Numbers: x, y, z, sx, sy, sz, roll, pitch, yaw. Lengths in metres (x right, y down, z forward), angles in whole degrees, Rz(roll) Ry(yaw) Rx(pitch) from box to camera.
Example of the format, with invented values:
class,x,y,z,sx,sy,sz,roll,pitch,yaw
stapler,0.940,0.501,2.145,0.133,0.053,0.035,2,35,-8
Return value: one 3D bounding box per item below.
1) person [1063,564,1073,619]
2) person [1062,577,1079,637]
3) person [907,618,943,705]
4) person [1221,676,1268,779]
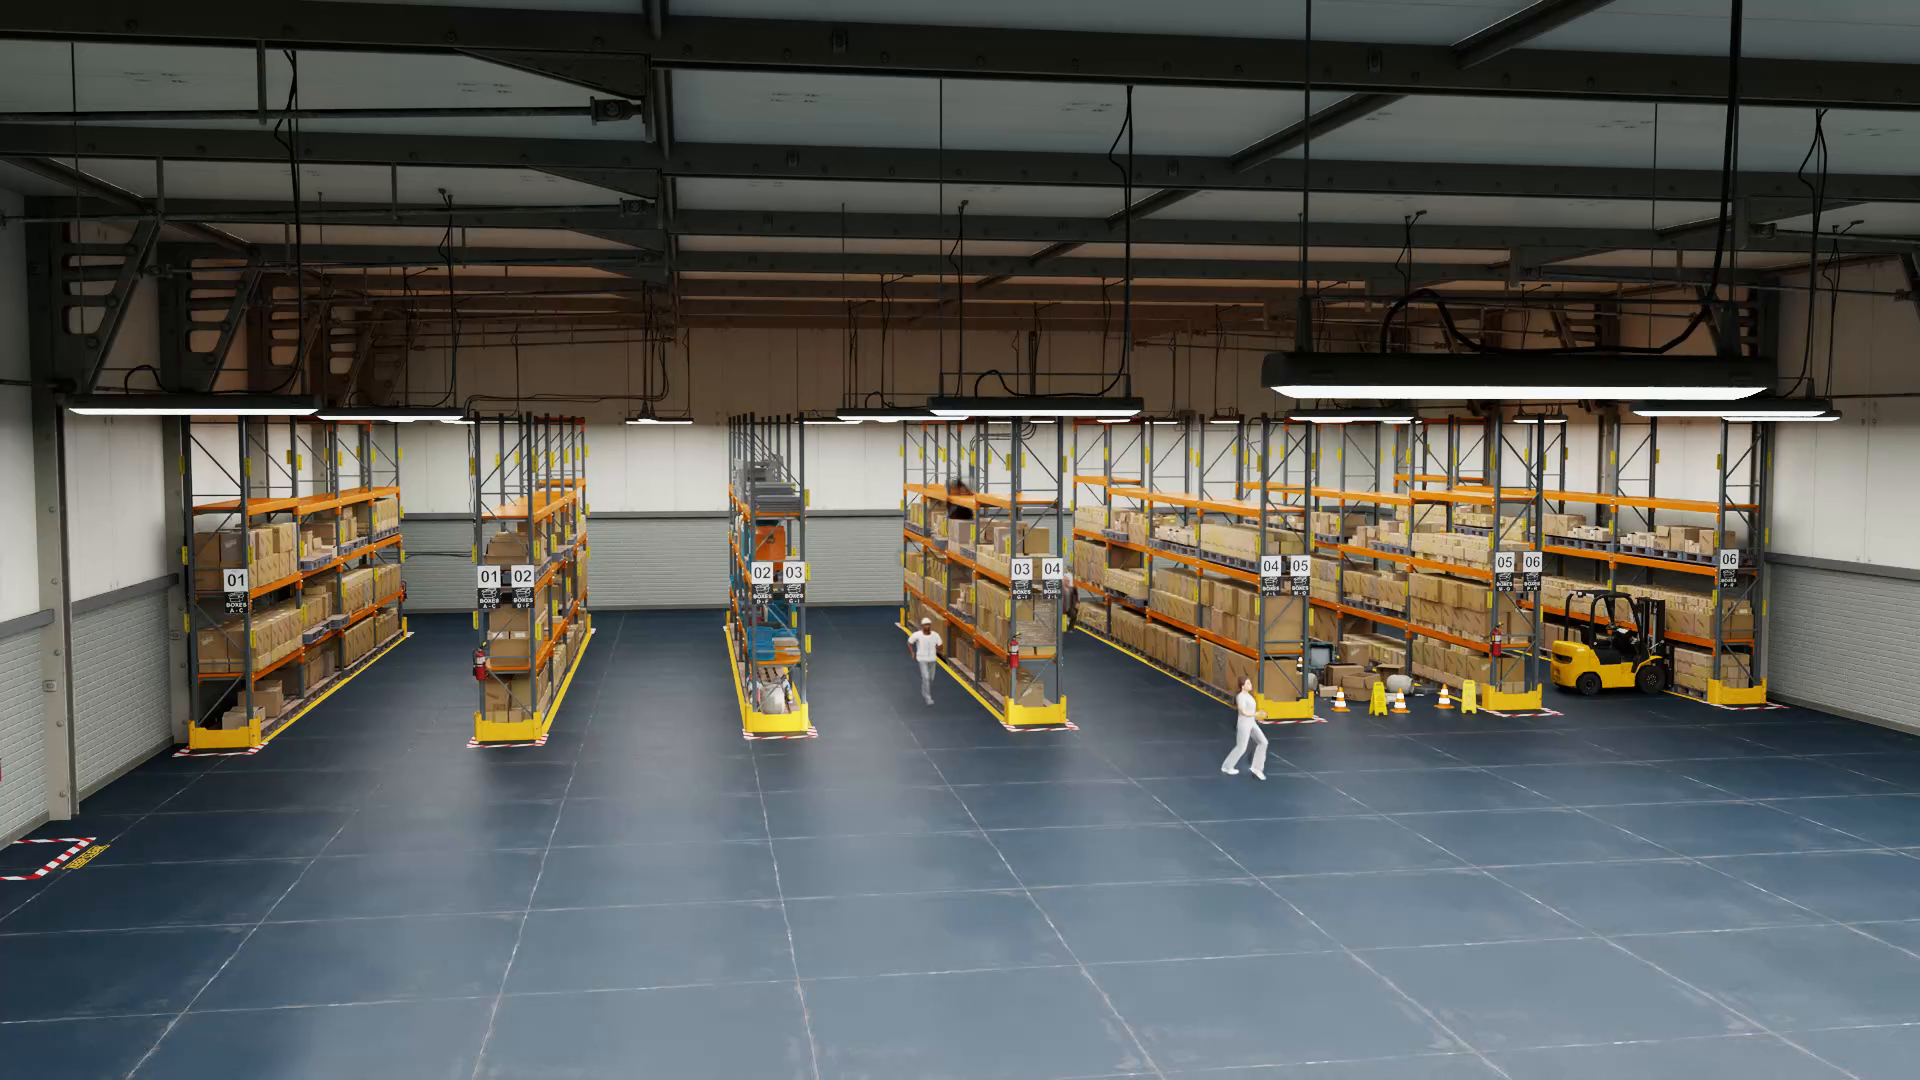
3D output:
class,x,y,z,sx,sy,sz,roll,pitch,yaw
person,3.153,1.544,49.368,0.619,1.681,0.611,-2,5,-32
person,2.823,1.838,43.913,0.724,1.570,1.079,-1,4,-9
person,-0.691,2.480,34.409,0.706,1.745,0.987,-2,4,-22
person,4.650,3.064,27.137,0.744,1.697,0.570,2,4,28
